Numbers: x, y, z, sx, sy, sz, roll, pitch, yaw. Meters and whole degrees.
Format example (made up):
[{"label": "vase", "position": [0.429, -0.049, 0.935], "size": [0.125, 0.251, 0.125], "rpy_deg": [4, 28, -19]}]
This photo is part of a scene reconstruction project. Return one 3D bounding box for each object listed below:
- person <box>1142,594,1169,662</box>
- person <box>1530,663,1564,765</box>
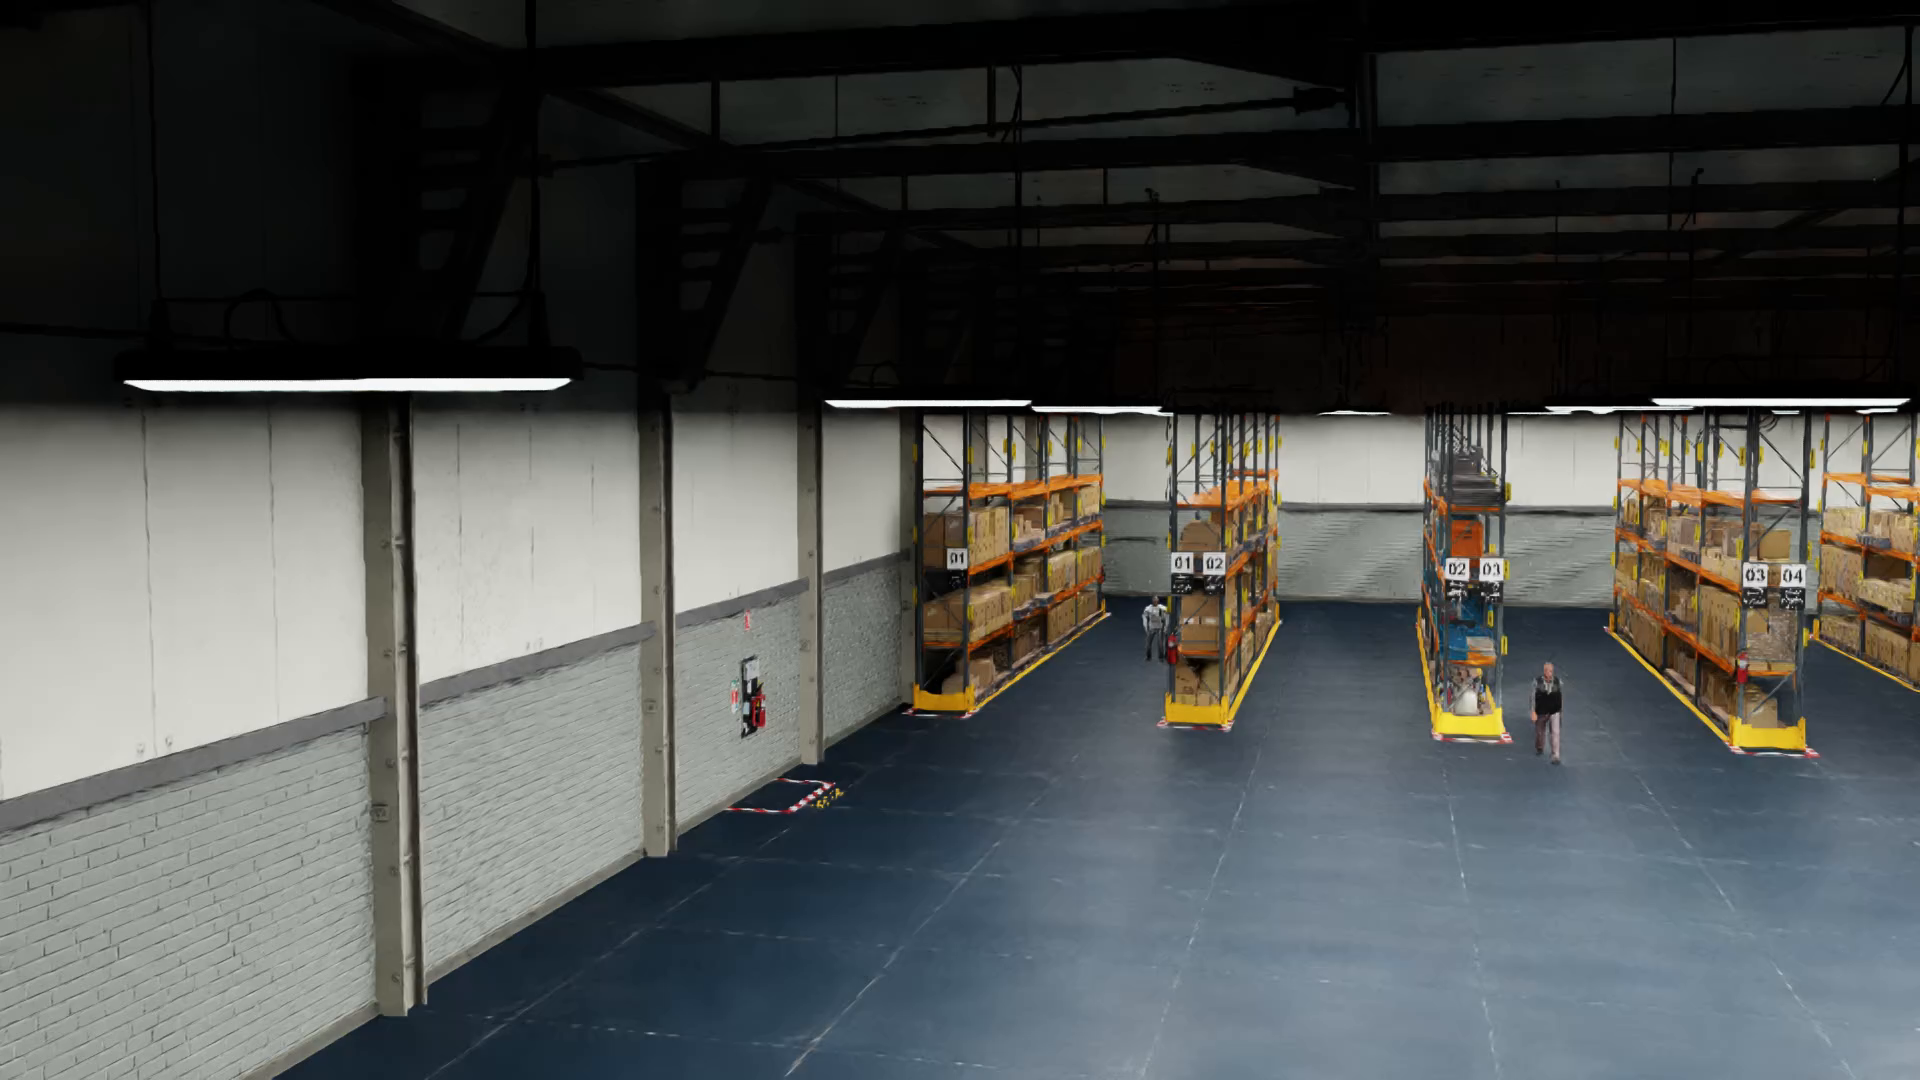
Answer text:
[{"label": "person", "position": [4.565, 2.051, 38.791], "size": [0.639, 1.632, 0.512], "rpy_deg": [1, 4, 12]}, {"label": "person", "position": [9.733, 2.851, 27.597], "size": [0.543, 1.648, 1.115], "rpy_deg": [1, 4, 16]}]
